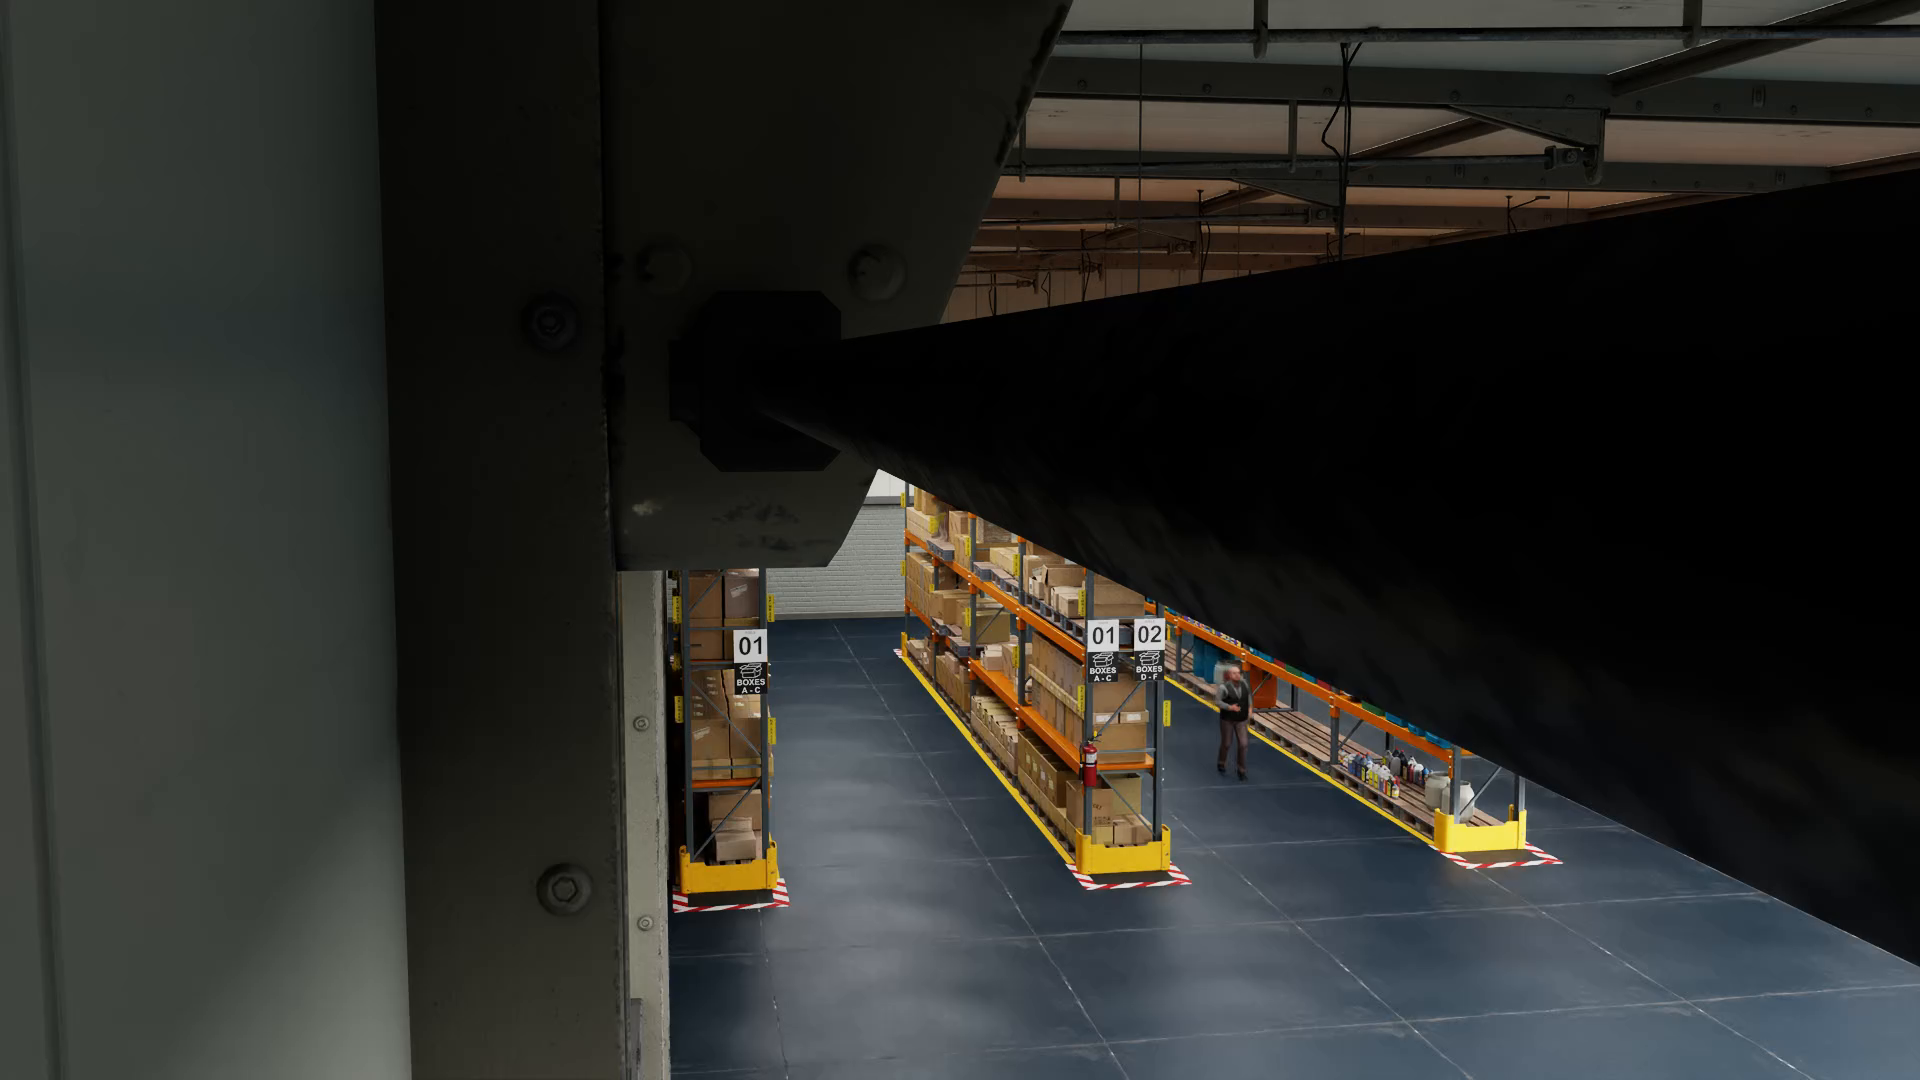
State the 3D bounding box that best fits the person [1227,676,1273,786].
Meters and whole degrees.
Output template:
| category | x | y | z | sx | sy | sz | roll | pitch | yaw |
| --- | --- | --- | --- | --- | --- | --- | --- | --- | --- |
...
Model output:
| category | x | y | z | sx | sy | sz | roll | pitch | yaw |
| --- | --- | --- | --- | --- | --- | --- | --- | --- | --- |
| person | 4.416 | 2.891 | 25.031 | 0.666 | 1.688 | 0.609 | -2 | 6 | -14 |
